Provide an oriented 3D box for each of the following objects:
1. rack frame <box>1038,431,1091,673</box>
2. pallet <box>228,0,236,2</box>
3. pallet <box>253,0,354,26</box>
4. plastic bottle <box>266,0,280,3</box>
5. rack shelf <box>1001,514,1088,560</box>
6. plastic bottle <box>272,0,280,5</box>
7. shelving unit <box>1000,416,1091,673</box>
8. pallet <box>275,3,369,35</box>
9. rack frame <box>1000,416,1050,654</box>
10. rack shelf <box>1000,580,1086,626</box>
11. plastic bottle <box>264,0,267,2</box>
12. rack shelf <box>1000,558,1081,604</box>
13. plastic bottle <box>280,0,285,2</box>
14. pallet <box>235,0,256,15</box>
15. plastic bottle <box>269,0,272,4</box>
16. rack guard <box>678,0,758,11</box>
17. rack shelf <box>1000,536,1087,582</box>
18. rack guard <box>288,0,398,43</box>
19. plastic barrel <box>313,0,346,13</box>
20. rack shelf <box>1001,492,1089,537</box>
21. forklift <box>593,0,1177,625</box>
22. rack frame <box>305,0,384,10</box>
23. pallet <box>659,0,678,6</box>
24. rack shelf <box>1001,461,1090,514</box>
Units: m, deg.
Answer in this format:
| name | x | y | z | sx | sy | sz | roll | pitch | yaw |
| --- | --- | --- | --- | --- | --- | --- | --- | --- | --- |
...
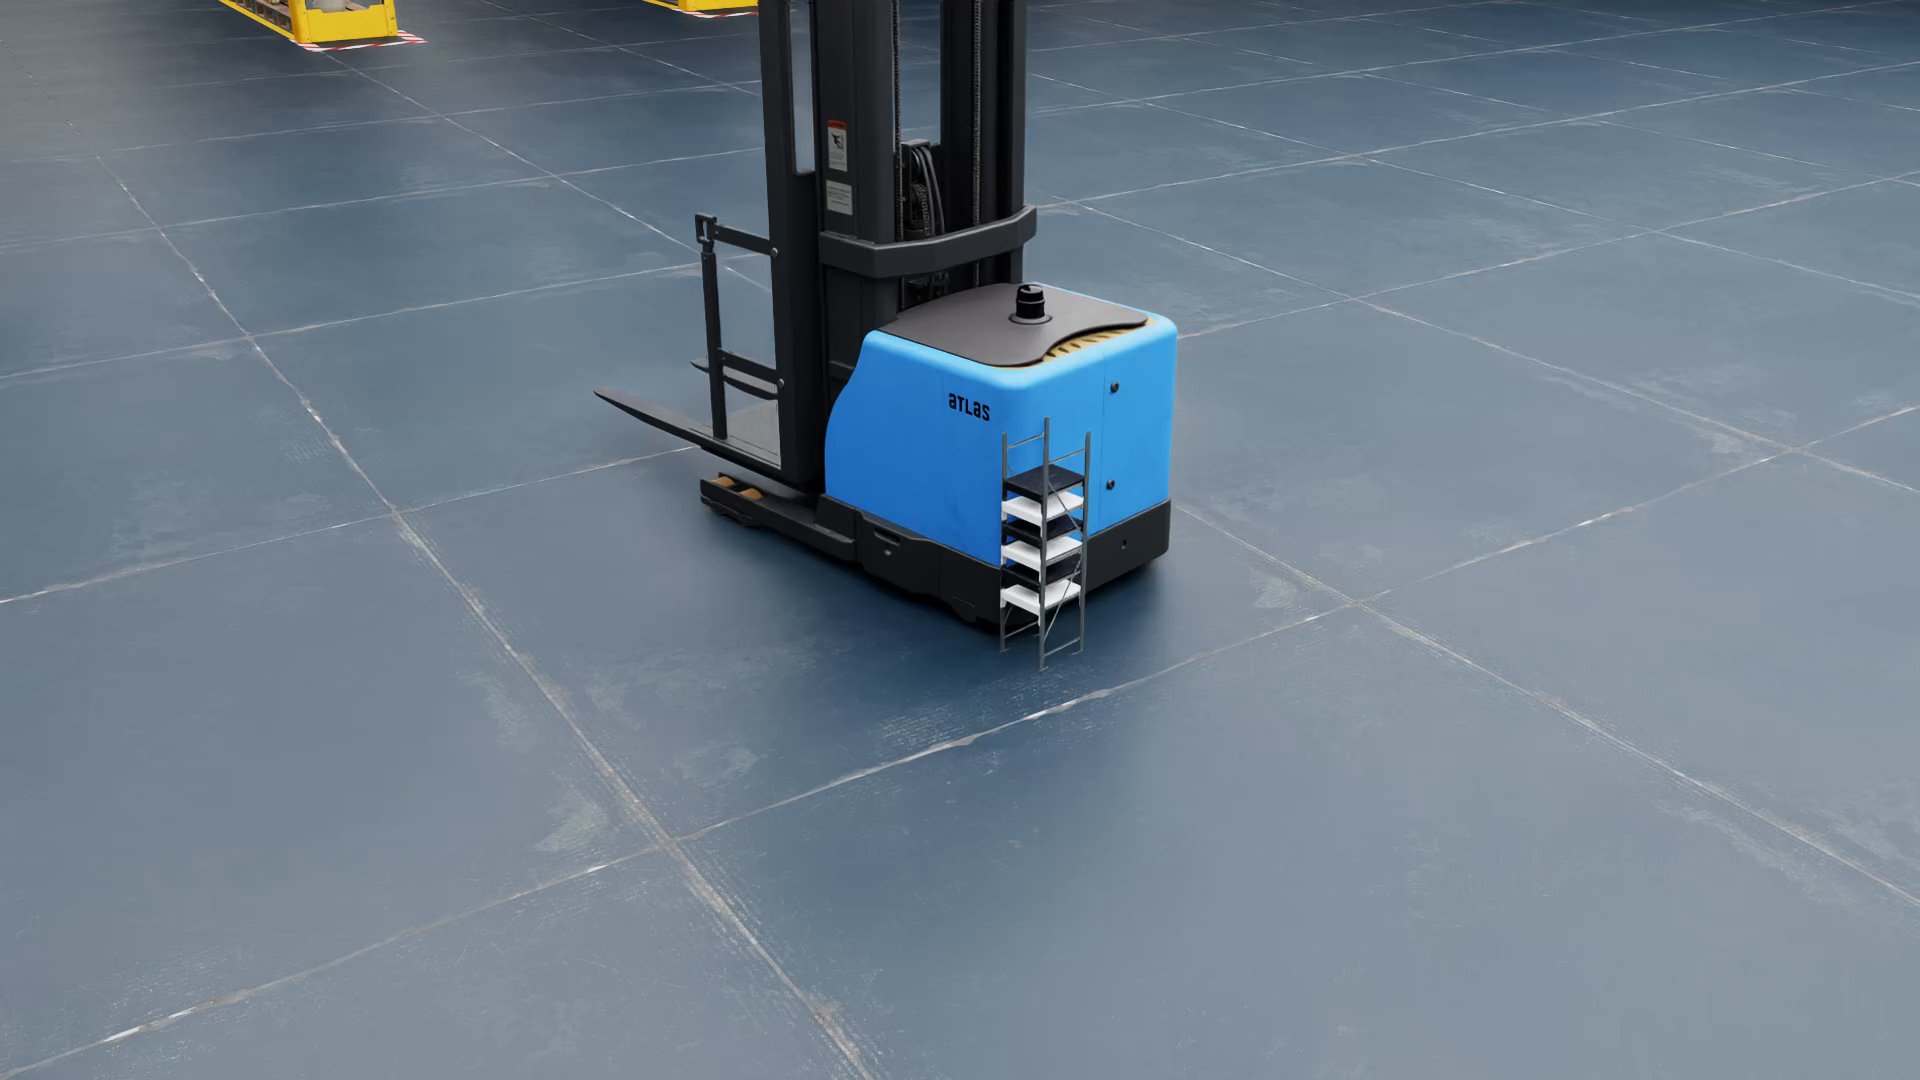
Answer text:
| name | x | y | z | sx | sy | sz | roll | pitch | yaw |
| --- | --- | --- | --- | --- | --- | --- | --- | --- | --- |
| rack frame | 0.381 | 0.052 | 6.085 | 0.240 | 0.900 | 0.006 | -22 | 33 | -39 |
| pallet | -9.993 | -7.871 | 23.675 | 1.003 | 0.211 | 1.213 | -16 | 29 | -30 |
| pallet | -8.530 | -6.912 | 21.644 | 1.003 | 0.211 | 1.213 | -16 | 29 | -30 |
| plastic bottle | -8.832 | -7.048 | 21.340 | 0.152 | 0.276 | 0.135 | -15 | 29 | -29 |
| rack shelf | 0.311 | -0.030 | 6.127 | 0.258 | 0.077 | 0.200 | -22 | 33 | -39 |
| plastic bottle | -8.718 | -6.917 | 21.152 | 0.097 | 0.201 | 0.097 | 0 | 25 | 0 |
| shelving unit | 0.311 | 0.021 | 6.151 | 0.258 | 0.900 | 0.210 | -22 | 33 | -39 |
| pallet | -7.868 | -6.476 | 20.721 | 1.003 | 0.211 | 1.213 | -16 | 29 | -30 |
| rack frame | 0.240 | -0.010 | 6.218 | 0.240 | 0.900 | 0.006 | -22 | 33 | -39 |
| rack shelf | 0.311 | 0.214 | 6.242 | 0.258 | 0.077 | 0.200 | -22 | 33 | -39 |
| plastic bottle | -8.908 | -7.097 | 21.445 | 0.152 | 0.276 | 0.135 | -16 | 30 | -31 |
| rack shelf | 0.311 | 0.133 | 6.204 | 0.258 | 0.077 | 0.200 | -22 | 33 | -39 |
| plastic bottle | -8.743 | -7.076 | 21.392 | 0.061 | 0.283 | 0.133 | -16 | 29 | -30 |
| pallet | -9.200 | -7.349 | 22.570 | 1.003 | 0.211 | 1.213 | -16 | 29 | -30 |
| plastic bottle | -8.797 | -6.992 | 21.214 | 0.061 | 0.283 | 0.133 | -15 | 29 | -28 |
| rack guard | -3.239 | -7.480 | 22.509 | 1.175 | 0.500 | 0.348 | -16 | 29 | -30 |
| rack shelf | 0.311 | 0.051 | 6.166 | 0.258 | 0.077 | 0.200 | -22 | 33 | -39 |
| rack guard | -7.429 | -6.315 | 20.041 | 1.175 | 0.500 | 0.348 | -16 | 29 | -30 |
| plastic barrel | -7.771 | -6.711 | 20.376 | 0.421 | 0.512 | 0.421 | 0 | 25 | 0 |
| rack shelf | 0.311 | -0.112 | 6.089 | 0.258 | 0.077 | 0.200 | -22 | 33 | -39 |
| forklift | -0.525 | -1.525 | 7.046 | 3.031 | 2.935 | 1.130 | 23 | 33 | 39 |
| rack frame | -7.348 | -7.429 | 19.473 | 1.000 | 3.000 | 0.127 | -16 | 29 | -30 |
| pallet | -3.653 | -7.648 | 23.204 | 1.003 | 0.211 | 1.213 | -16 | 29 | -30 |
| rack shelf | 0.311 | -0.193 | 6.050 | 0.258 | 0.077 | 0.200 | -22 | 33 | -39 |
